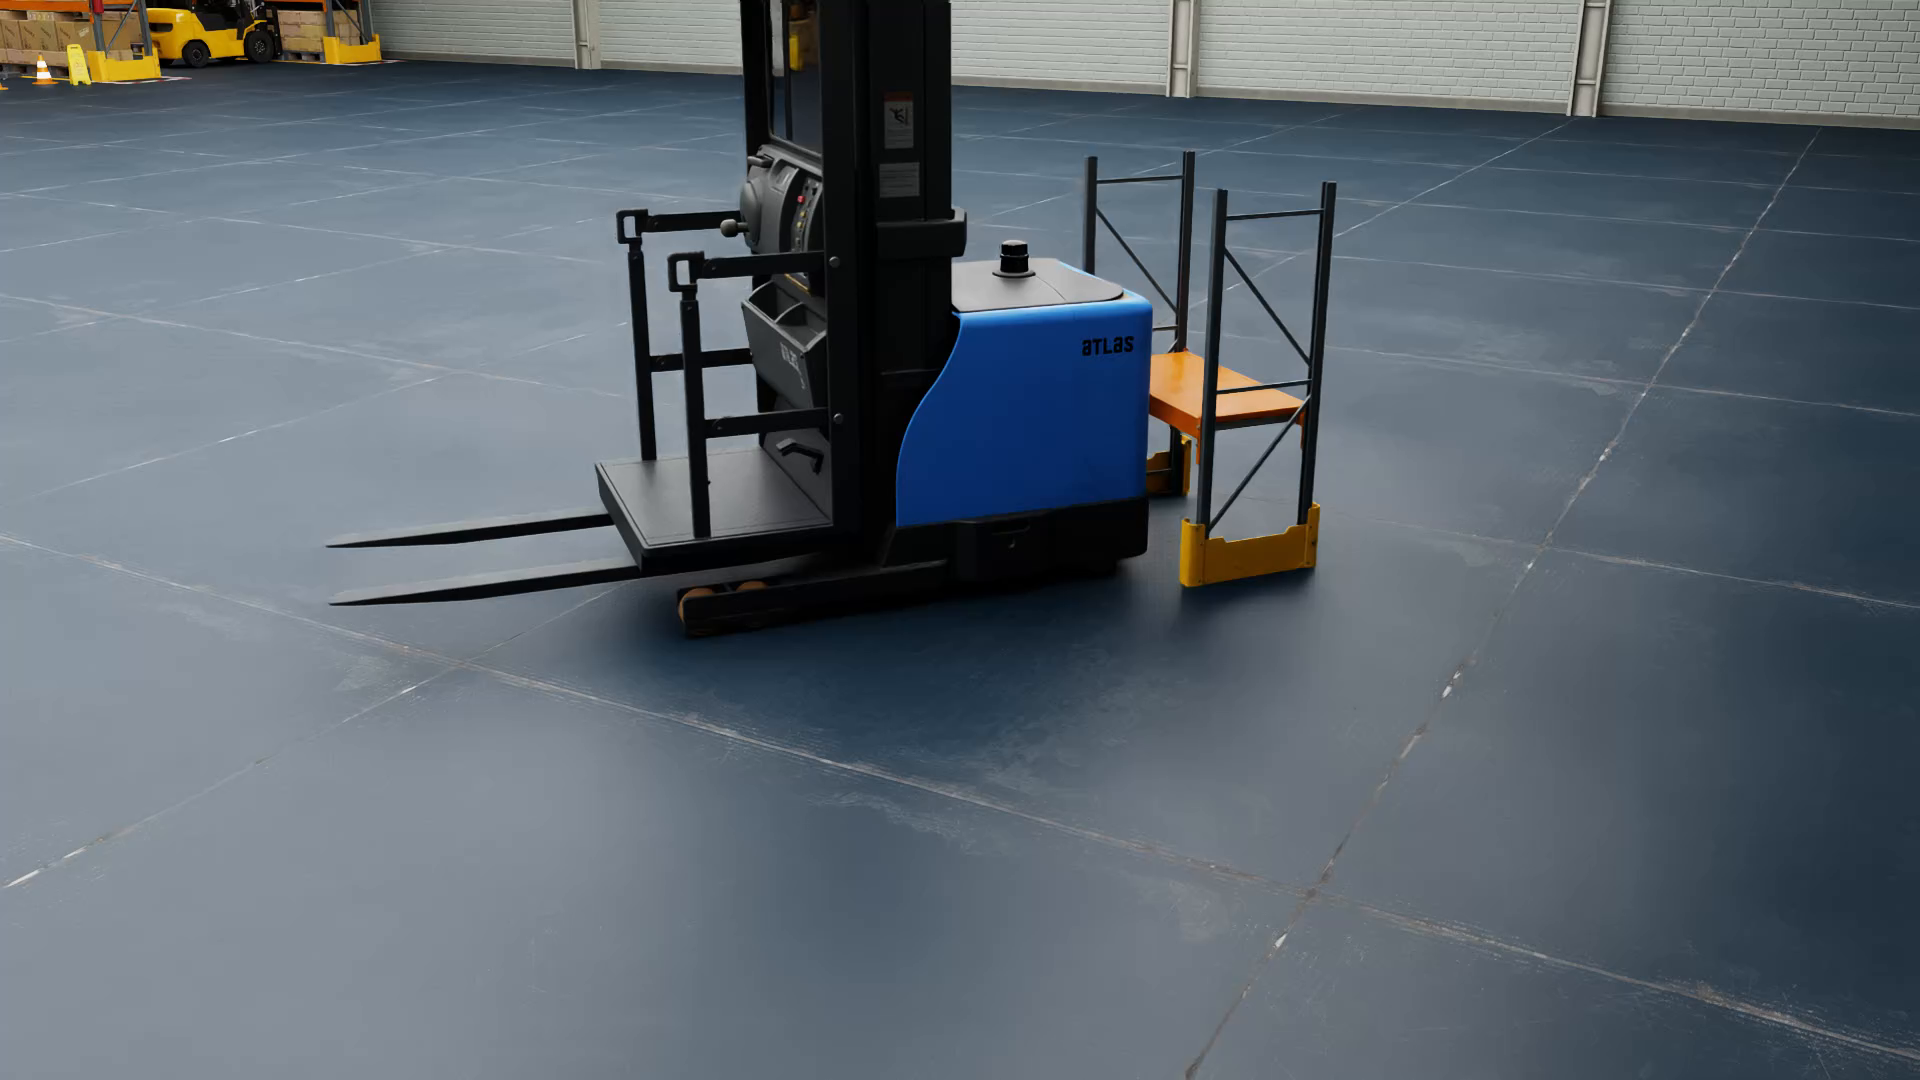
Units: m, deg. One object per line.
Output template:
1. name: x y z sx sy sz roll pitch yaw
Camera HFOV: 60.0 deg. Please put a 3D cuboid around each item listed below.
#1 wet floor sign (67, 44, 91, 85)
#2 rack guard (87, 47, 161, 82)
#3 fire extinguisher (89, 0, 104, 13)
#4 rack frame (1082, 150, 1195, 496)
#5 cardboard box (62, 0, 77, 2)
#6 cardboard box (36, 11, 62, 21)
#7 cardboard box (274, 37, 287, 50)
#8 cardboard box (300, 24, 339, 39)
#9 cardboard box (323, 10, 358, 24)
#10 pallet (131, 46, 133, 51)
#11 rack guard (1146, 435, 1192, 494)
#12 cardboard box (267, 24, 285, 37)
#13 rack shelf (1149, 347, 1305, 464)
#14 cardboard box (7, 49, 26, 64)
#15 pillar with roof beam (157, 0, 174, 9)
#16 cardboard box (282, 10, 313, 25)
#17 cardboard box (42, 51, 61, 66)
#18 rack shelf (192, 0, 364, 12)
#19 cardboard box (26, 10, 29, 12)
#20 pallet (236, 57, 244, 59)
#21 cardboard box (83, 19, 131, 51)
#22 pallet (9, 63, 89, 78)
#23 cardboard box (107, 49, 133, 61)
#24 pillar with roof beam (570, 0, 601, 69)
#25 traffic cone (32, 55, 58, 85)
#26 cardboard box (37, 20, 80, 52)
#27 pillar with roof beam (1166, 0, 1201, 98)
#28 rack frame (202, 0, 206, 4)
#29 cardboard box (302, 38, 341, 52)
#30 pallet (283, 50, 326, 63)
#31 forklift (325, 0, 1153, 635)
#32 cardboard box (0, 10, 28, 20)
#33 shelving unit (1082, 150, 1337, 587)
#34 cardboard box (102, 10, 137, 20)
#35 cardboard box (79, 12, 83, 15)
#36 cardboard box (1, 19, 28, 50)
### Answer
1. wet floor sign: -14.865 -8.007 27.992 0.267 0.644 0.232 -16 26 -38
2. rack guard: -14.576 -8.301 29.017 0.348 0.500 1.175 11 23 27
3. fire extinguisher: -14.634 -9.271 28.138 0.183 0.674 0.296 11 23 27
4. rack frame: 0.746 -0.890 7.118 0.500 1.500 0.032 -8 21 -21
5. cardboard box: -15.216 -9.353 28.619 0.250 0.149 0.380 10 22 27
6. cardboard box: -15.907 -9.165 29.099 0.250 0.149 0.380 11 23 28
7. cardboard box: -13.518 -10.002 33.457 0.500 0.250 0.500 11 23 28
8. cardboard box: -12.669 -10.070 32.910 0.500 0.250 0.500 10 22 27
9. cardboard box: -12.419 -10.453 33.233 0.500 0.250 0.500 10 22 26
10. pallet: -18.376 -10.813 36.365 1.213 0.211 1.003 11 23 27
11. rack guard: 0.746 -0.302 7.330 0.587 0.250 0.087 -8 21 -21
12. cardboard box: -13.563 -10.236 33.368 0.500 0.250 0.500 10 22 26
13. rack shelf: 0.941 -0.560 6.738 0.538 0.185 1.000 -8 21 -21
14. cardboard box: -16.682 -8.682 29.818 0.500 0.250 0.500 10 22 27
15. pillar with roof beam: -19.598 -13.862 31.885 0.400 9.000 9.100 11 23 27
16. cardboard box: -13.095 -10.384 33.042 0.500 0.250 0.500 11 23 28
17. cardboard box: -15.795 -8.511 29.347 0.500 0.250 0.500 11 23 27
18. rack shelf: -13.838 -10.936 33.671 4.000 0.370 1.077 11 23 27
19. cardboard box: -20.775 -11.835 37.192 0.250 0.149 0.380 10 22 25
20. pallet: -14.910 -10.152 34.541 1.213 0.211 1.003 11 23 27
21. cardboard box: -15.100 -8.941 29.432 0.500 0.500 0.500 10 22 26
22. pallet: -16.329 -8.514 30.028 1.213 0.211 1.003 11 23 27
23. cardboard box: -15.079 -8.585 29.550 0.500 0.250 0.500 11 22 27
24. pillar with roof beam: -9.122 -11.867 26.383 0.400 9.000 9.100 11 23 27
25. traffic cone: -15.514 -7.959 28.127 0.334 0.463 0.336 11 23 27
26. cardboard box: -15.793 -8.862 29.215 0.500 0.500 0.500 12 23 29
27. pillar with roof beam: 1.355 -9.871 20.882 0.400 9.000 9.100 11 23 27
28. rack frame: -15.584 -11.607 34.465 0.127 3.000 1.000 11 23 27
29. cardboard box: -12.656 -9.831 32.984 0.500 0.250 0.500 11 23 28
30. pallet: -12.780 -9.746 33.423 1.213 0.211 1.003 11 23 27
31. forklift: -0.833 -1.241 5.988 3.031 2.935 1.130 -7 21 -19
32. cardboard box: -16.852 -9.345 29.594 0.250 0.149 0.380 12 23 30
33. shelving unit: 0.937 -0.732 6.685 0.587 1.500 1.083 -8 21 -21
34. cardboard box: -17.964 -11.139 36.042 0.625 0.625 0.875 12 23 29
35. cardboard box: -19.379 -11.779 37.038 0.250 0.149 0.380 12 23 30
36. cardboard box: -16.693 -9.035 29.692 0.500 0.500 0.500 12 23 30
